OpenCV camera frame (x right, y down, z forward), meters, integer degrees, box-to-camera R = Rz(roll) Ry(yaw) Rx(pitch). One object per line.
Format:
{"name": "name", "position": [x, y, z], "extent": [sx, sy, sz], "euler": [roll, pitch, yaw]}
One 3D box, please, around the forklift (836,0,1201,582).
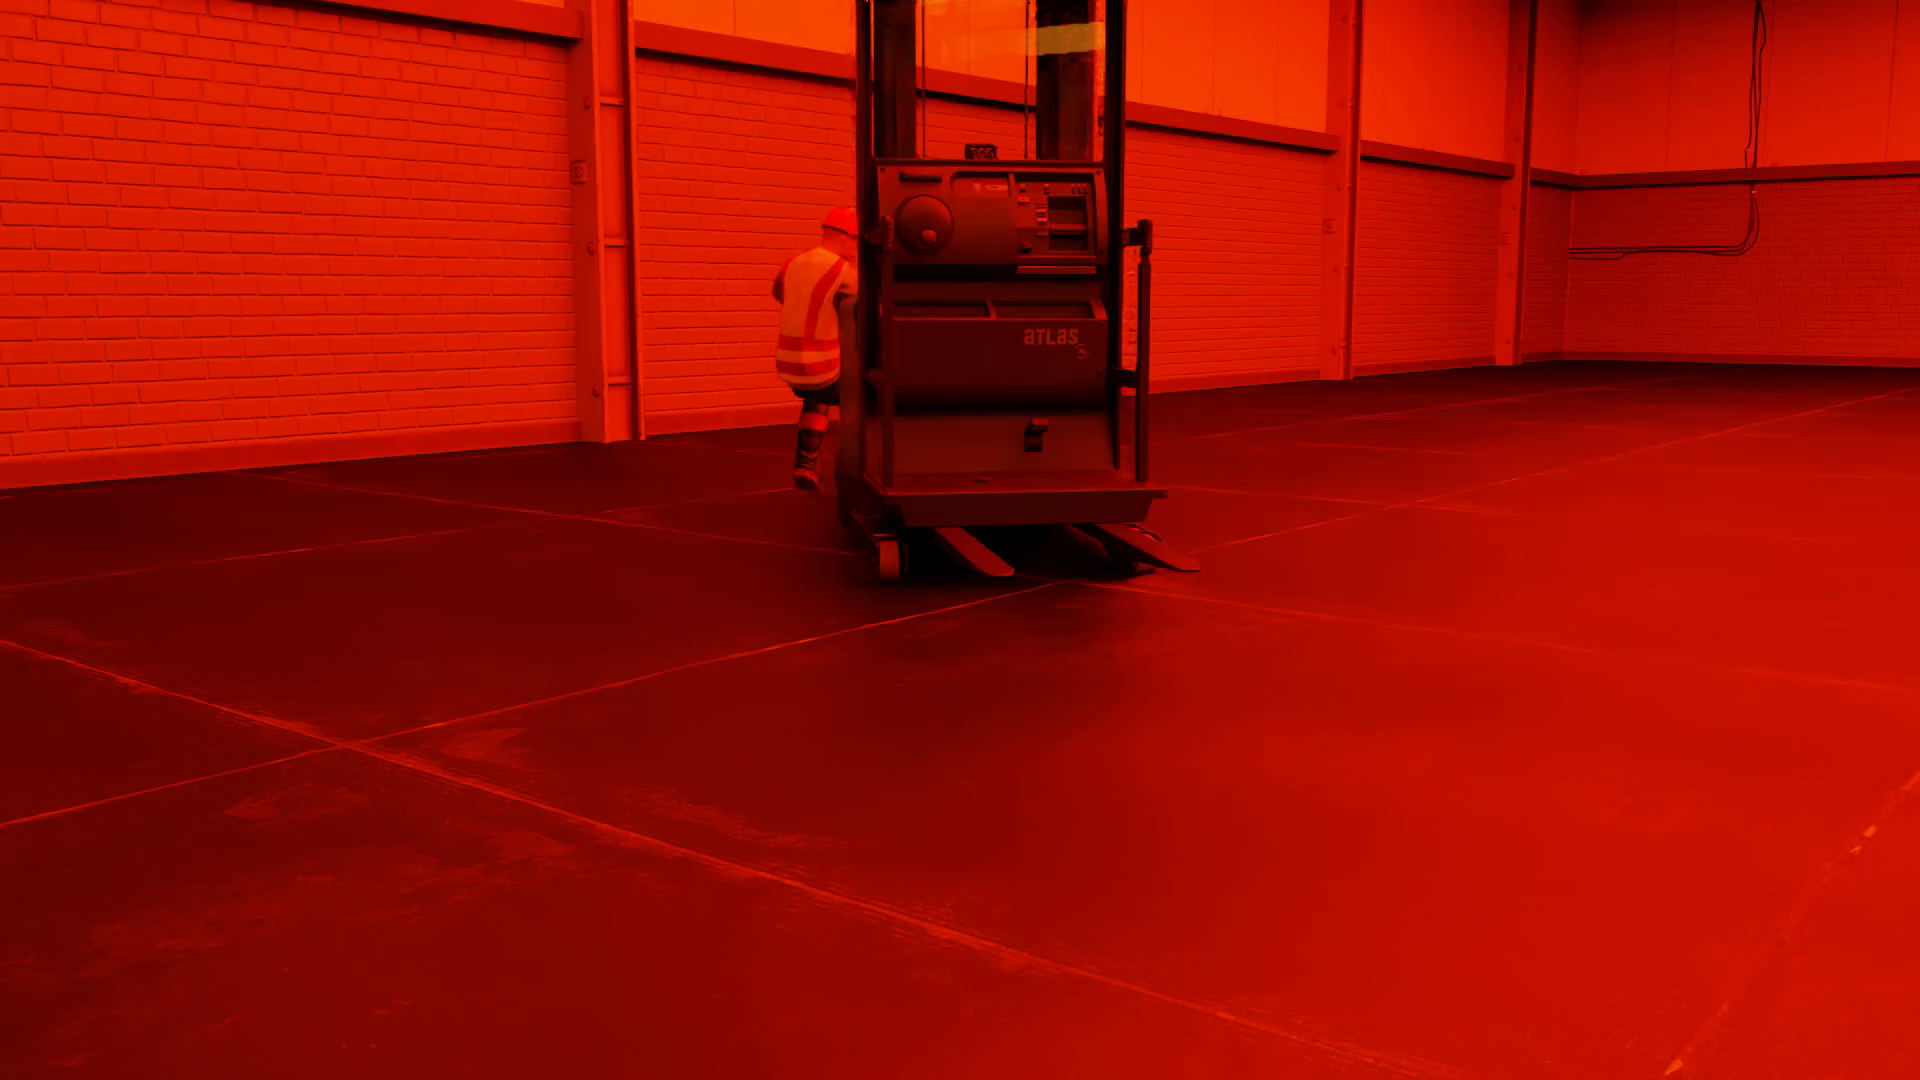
{"name": "forklift", "position": [0.169, -1.344, 6.465], "extent": [1.130, 2.935, 3.031], "euler": [-1, 8, -10]}

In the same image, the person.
{"name": "person", "position": [-0.591, -0.948, 8.638], "extent": [0.749, 1.520, 1.025], "euler": [-8, 12, -44]}
